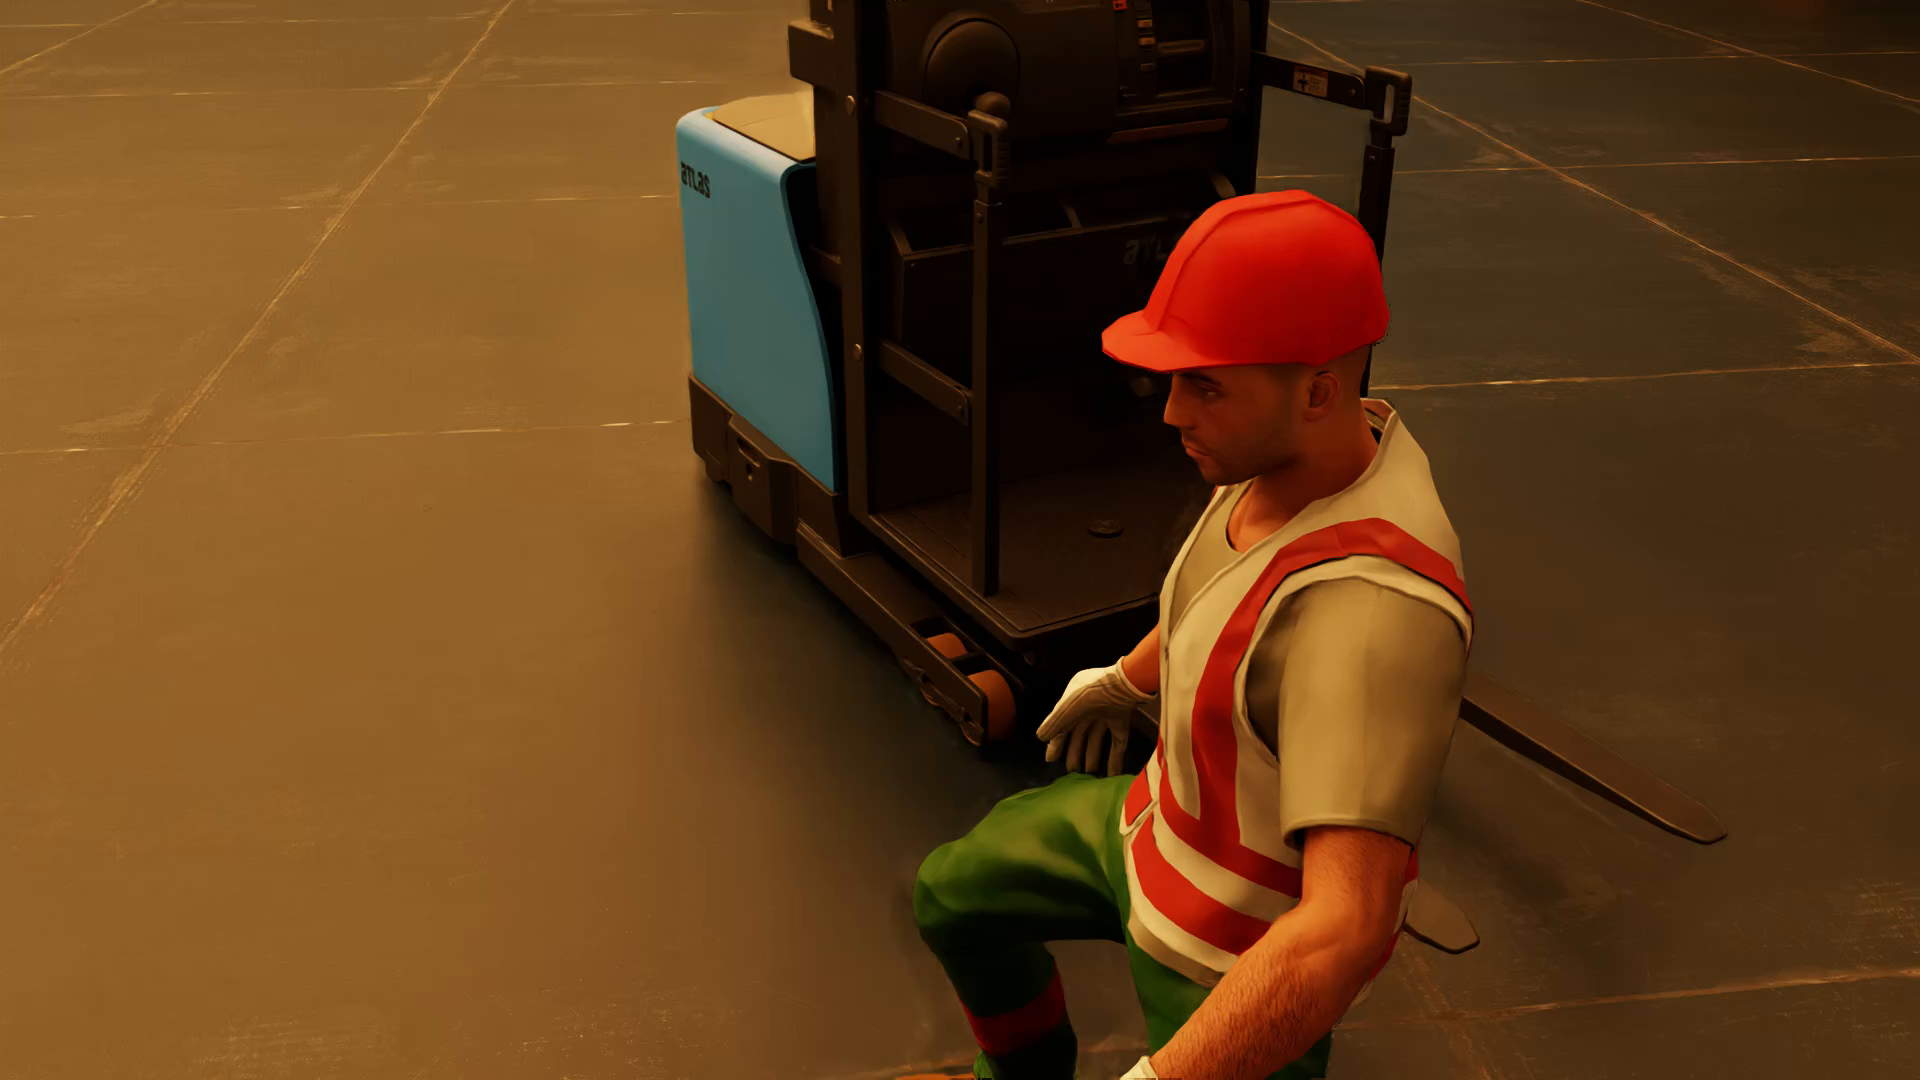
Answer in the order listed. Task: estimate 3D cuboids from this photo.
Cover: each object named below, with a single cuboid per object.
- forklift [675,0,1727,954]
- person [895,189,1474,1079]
[{"bbox_3d":[0.354,-1.093,3.498,1.130,2.935,3.031,-14,29,-26],"label":"forklift"},{"bbox_3d":[0.286,0.420,1.901,0.786,1.637,0.992,-1,26,-2],"label":"person"}]
